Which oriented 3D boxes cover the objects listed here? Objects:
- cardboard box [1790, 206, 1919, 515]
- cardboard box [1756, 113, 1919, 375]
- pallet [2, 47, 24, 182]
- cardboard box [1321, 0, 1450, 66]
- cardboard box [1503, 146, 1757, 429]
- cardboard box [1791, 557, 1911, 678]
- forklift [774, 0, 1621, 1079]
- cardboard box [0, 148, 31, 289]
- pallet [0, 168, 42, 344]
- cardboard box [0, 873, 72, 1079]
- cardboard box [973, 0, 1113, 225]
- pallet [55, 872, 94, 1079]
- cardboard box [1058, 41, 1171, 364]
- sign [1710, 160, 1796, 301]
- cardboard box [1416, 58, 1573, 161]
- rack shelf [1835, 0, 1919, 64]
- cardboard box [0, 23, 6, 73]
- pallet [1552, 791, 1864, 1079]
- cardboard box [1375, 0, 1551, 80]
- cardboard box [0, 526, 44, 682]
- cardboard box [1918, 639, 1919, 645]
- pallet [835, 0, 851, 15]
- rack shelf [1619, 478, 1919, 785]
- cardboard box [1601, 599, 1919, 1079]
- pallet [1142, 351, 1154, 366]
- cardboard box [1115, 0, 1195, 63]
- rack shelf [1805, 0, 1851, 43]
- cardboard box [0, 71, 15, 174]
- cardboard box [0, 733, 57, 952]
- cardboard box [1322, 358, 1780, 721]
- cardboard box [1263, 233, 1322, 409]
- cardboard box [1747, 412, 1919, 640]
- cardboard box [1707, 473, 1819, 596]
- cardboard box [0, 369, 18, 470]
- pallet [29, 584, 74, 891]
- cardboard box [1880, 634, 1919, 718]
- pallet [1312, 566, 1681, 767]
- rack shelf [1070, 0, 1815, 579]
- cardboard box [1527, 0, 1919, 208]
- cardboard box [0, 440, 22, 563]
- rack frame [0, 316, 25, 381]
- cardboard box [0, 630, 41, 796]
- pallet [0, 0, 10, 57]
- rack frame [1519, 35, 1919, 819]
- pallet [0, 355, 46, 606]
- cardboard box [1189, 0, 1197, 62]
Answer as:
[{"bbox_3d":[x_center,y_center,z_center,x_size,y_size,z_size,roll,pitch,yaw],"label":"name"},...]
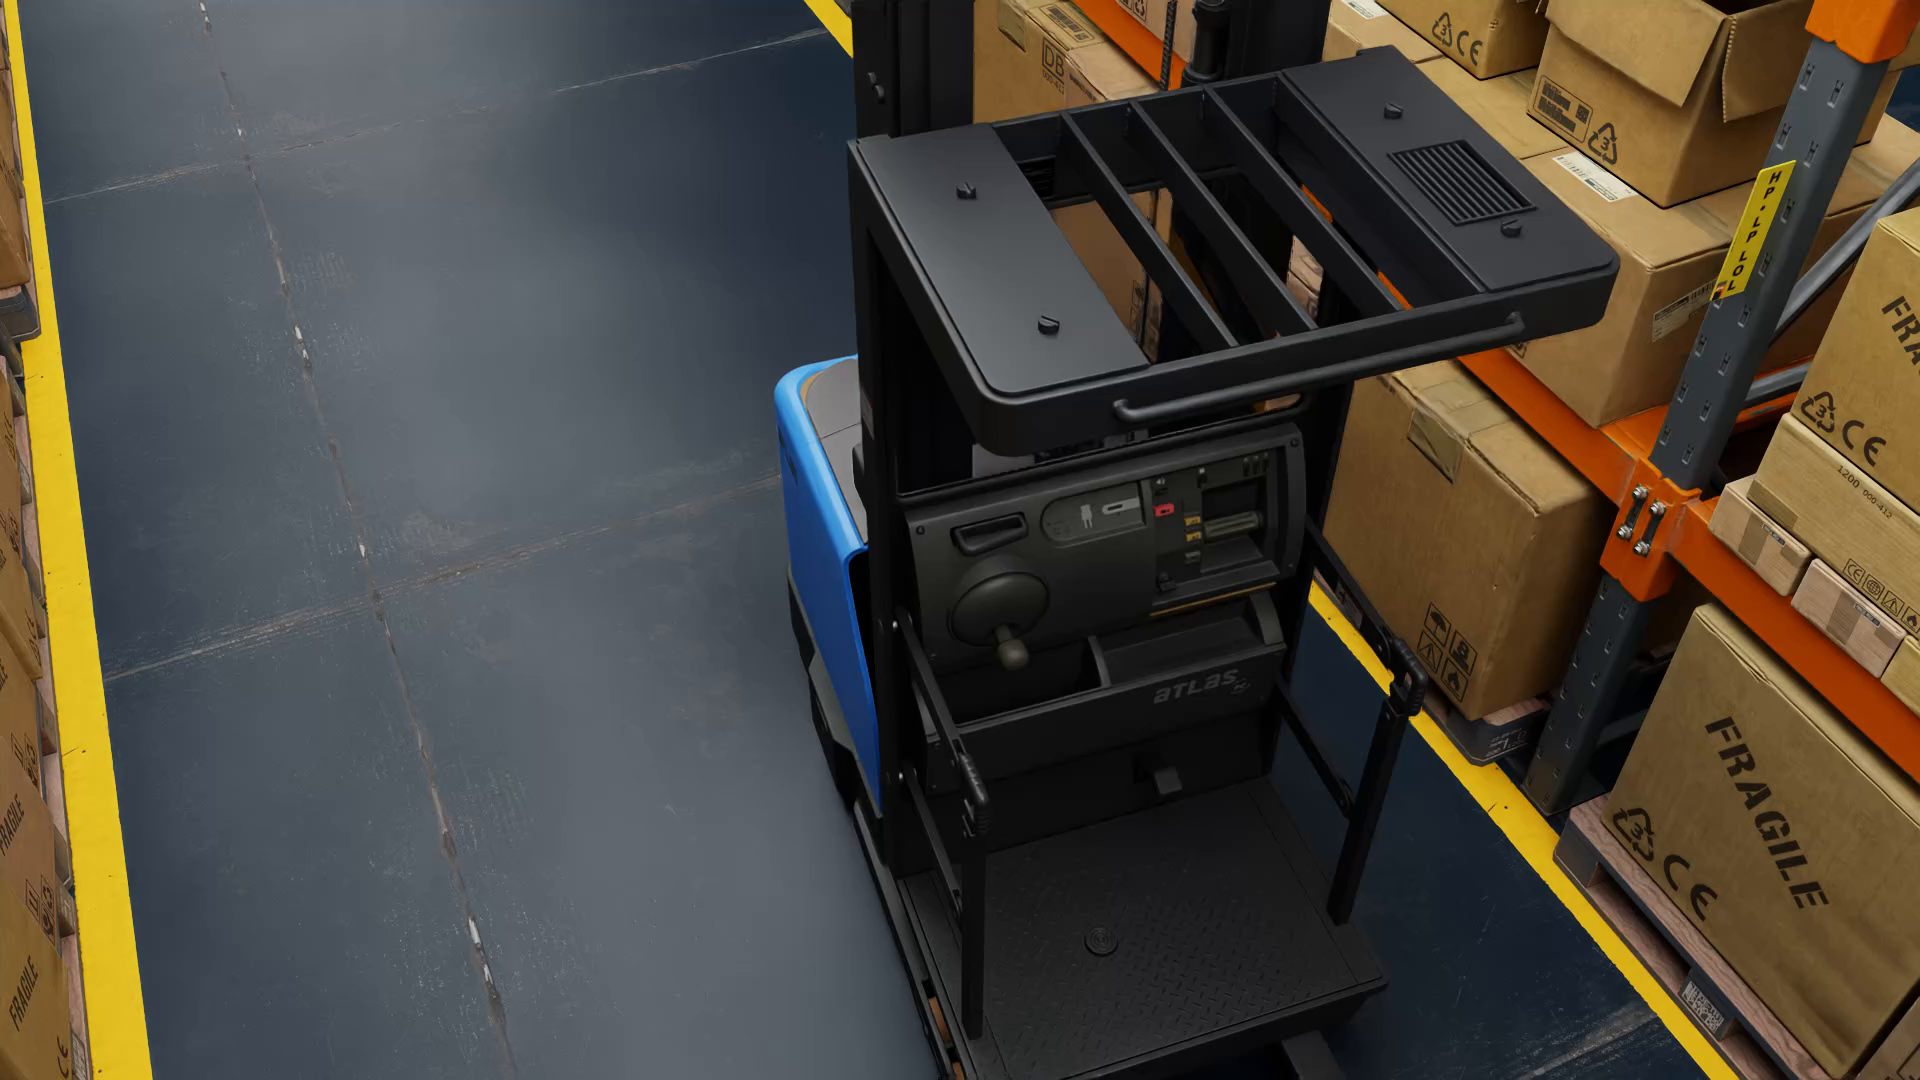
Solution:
[{"bbox_3d":[2.128,-0.369,3.349,0.500,0.500,0.500,-18,47,-17],"label":"cardboard box"},{"bbox_3d":[2.192,-0.833,4.387,0.500,0.500,0.500,-18,47,-17],"label":"cardboard box"},{"bbox_3d":[-4.838,-1.887,7.512,1.003,0.211,1.213,-18,47,-17],"label":"pallet"},{"bbox_3d":[1.286,-1.331,4.893,0.500,0.500,0.500,-19,48,-18],"label":"cardboard box"},{"bbox_3d":[1.714,-0.683,4.236,0.500,0.500,0.500,-18,47,-17],"label":"cardboard box"},{"bbox_3d":[2.092,0.113,3.678,0.380,0.149,0.250,-20,48,-19],"label":"cardboard box"},{"bbox_3d":[0.411,0.112,3.549,1.130,2.935,3.031,-13,46,-13],"label":"forklift"},{"bbox_3d":[-4.240,-1.342,6.277,1.050,0.750,0.750,-19,48,-18],"label":"cardboard box"},{"bbox_3d":[-4.329,-1.111,6.726,1.003,0.211,1.213,-18,47,-17],"label":"pallet"},{"bbox_3d":[-2.454,1.161,3.918,0.500,0.500,0.500,-16,47,-16],"label":"cardboard box"},{"bbox_3d":[0.748,-1.927,6.781,1.225,0.875,0.875,-20,48,-19],"label":"cardboard box"},{"bbox_3d":[-2.713,1.467,4.113,1.003,0.211,1.213,-18,47,-17],"label":"pallet"},{"bbox_3d":[1.116,-1.356,6.203,1.225,0.875,0.875,-18,47,-17],"label":"cardboard box"},{"bbox_3d":[1.670,-0.648,3.503,0.100,0.325,0.005,-18,47,-17],"label":"sign"},{"bbox_3d":[1.512,-1.001,4.557,0.500,0.500,0.500,-17,47,-16],"label":"cardboard box"},{"bbox_3d":[2.999,0.033,1.958,1.077,0.370,4.000,-18,47,-17],"label":"rack shelf"},{"bbox_3d":[-5.003,-2.492,7.442,1.050,0.750,0.750,-18,47,-17],"label":"cardboard box"},{"bbox_3d":[2.407,1.070,4.515,1.003,0.211,1.213,-18,47,-17],"label":"pallet"},{"bbox_3d":[1.604,-1.668,4.520,0.797,0.503,0.637,-18,47,-17],"label":"cardboard box"},{"bbox_3d":[-3.100,0.168,4.925,0.500,0.500,0.500,-20,48,-19],"label":"cardboard box"},{"bbox_3d":[2.323,0.212,3.294,0.500,0.250,0.500,-18,47,-18],"label":"cardboard box"},{"bbox_3d":[-0.360,-3.261,8.905,1.003,0.211,1.213,-18,47,-17],"label":"pallet"},{"bbox_3d":[2.999,1.100,3.011,1.077,0.370,4.000,-18,47,-17],"label":"rack shelf"},{"bbox_3d":[2.363,0.621,4.199,0.875,0.875,0.875,-18,47,-17],"label":"cardboard box"},{"bbox_3d":[1.249,-0.686,6.295,1.003,0.211,1.213,-18,47,-17],"label":"pallet"},{"bbox_3d":[0.872,-1.971,5.541,0.500,0.500,0.500,-19,48,-18],"label":"cardboard box"},{"bbox_3d":[1.318,-2.516,4.541,1.077,0.370,4.000,-18,47,-17],"label":"rack shelf"},{"bbox_3d":[-4.611,-1.898,6.841,1.050,0.750,0.750,-17,47,-17],"label":"cardboard box"},{"bbox_3d":[-2.678,0.825,4.259,0.500,0.500,0.500,-16,47,-16],"label":"cardboard box"},{"bbox_3d":[1.871,-0.225,5.056,1.225,0.875,0.875,-18,47,-17],"label":"cardboard box"},{"bbox_3d":[1.495,-0.795,5.633,1.225,0.875,0.875,-20,48,-19],"label":"cardboard box"},{"bbox_3d":[2.118,-0.106,3.617,0.500,0.250,0.500,-19,48,-18],"label":"cardboard box"},{"bbox_3d":[1.981,-0.054,3.848,0.380,0.149,0.250,-18,47,-17],"label":"cardboard box"},{"bbox_3d":[-3.552,-0.496,5.598,0.500,0.500,0.500,-18,47,-18],"label":"cardboard box"},{"bbox_3d":[-3.230,0.688,4.902,1.003,0.211,1.213,-18,47,-17],"label":"pallet"},{"bbox_3d":[2.203,0.281,3.508,0.380,0.149,0.250,-17,47,-16],"label":"cardboard box"},{"bbox_3d":[1.766,0.093,5.506,1.003,0.211,1.213,-18,47,-17],"label":"pallet"},{"bbox_3d":[1.318,-1.449,5.595,1.077,0.370,4.000,-18,47,-17],"label":"rack shelf"},{"bbox_3d":[1.882,-1.228,4.073,0.797,0.503,0.637,-19,48,-18],"label":"cardboard box"},{"bbox_3d":[-3.337,-0.164,5.262,0.500,0.500,0.500,-16,47,-16],"label":"cardboard box"},{"bbox_3d":[-4.066,-1.579,5.214,1.000,3.000,0.127,-18,47,-17],"label":"rack frame"},{"bbox_3d":[-2.911,0.495,4.594,0.500,0.500,0.500,-17,47,-17],"label":"cardboard box"},{"bbox_3d":[-5.355,-2.666,8.301,1.003,0.211,1.213,-18,47,-17],"label":"pallet"},{"bbox_3d":[2.159,-0.430,4.050,1.000,3.000,0.127,-18,47,-17],"label":"rack frame"},{"bbox_3d":[-3.739,-0.088,5.689,1.003,0.211,1.213,-18,47,-17],"label":"pallet"},{"bbox_3d":[1.080,-1.652,5.218,0.500,0.500,0.500,-18,47,-17],"label":"cardboard box"}]
